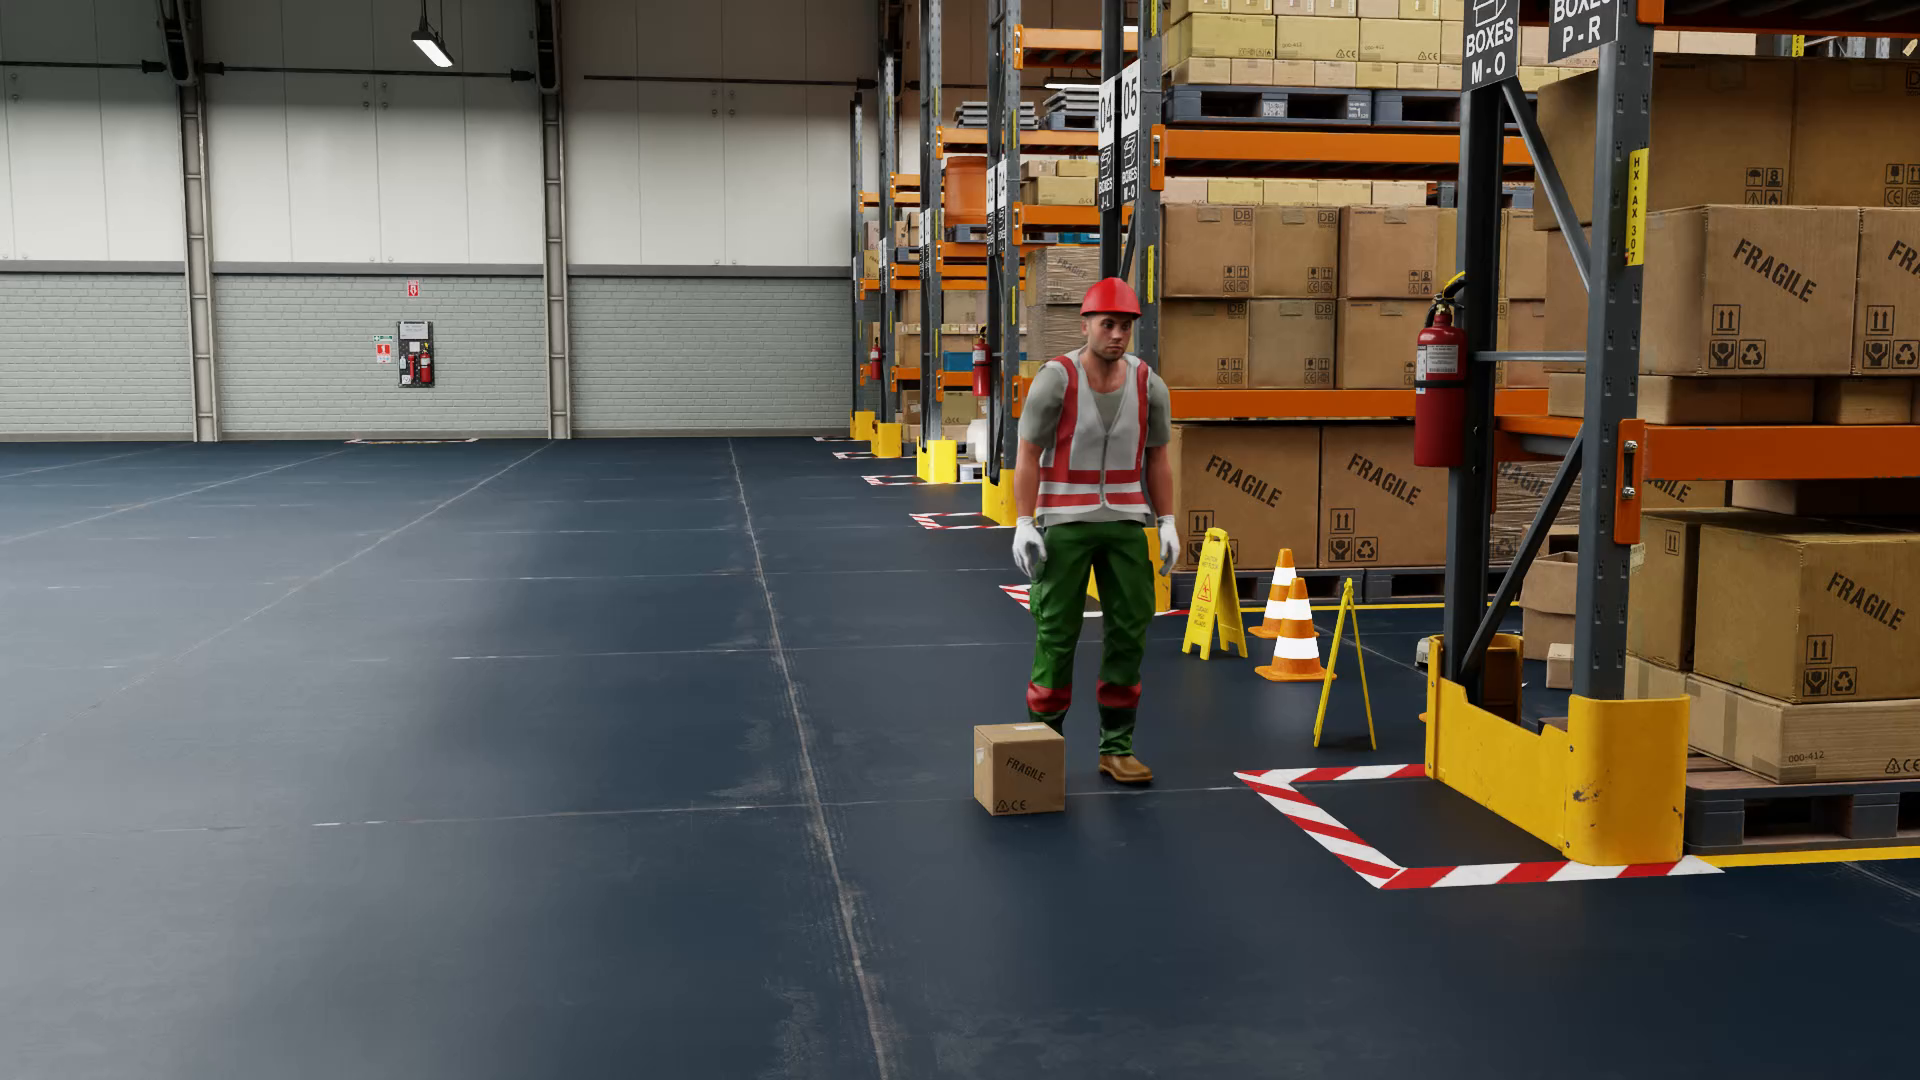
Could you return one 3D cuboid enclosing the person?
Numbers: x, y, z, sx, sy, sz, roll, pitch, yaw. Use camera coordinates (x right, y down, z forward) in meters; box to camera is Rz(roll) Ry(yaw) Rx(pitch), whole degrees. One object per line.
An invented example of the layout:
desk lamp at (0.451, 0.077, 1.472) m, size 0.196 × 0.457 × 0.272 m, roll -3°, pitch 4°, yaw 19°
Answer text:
person at (0.482, -0.023, 5.861) m, size 0.618 × 1.776 × 0.455 m, roll -1°, pitch 7°, yaw -13°
